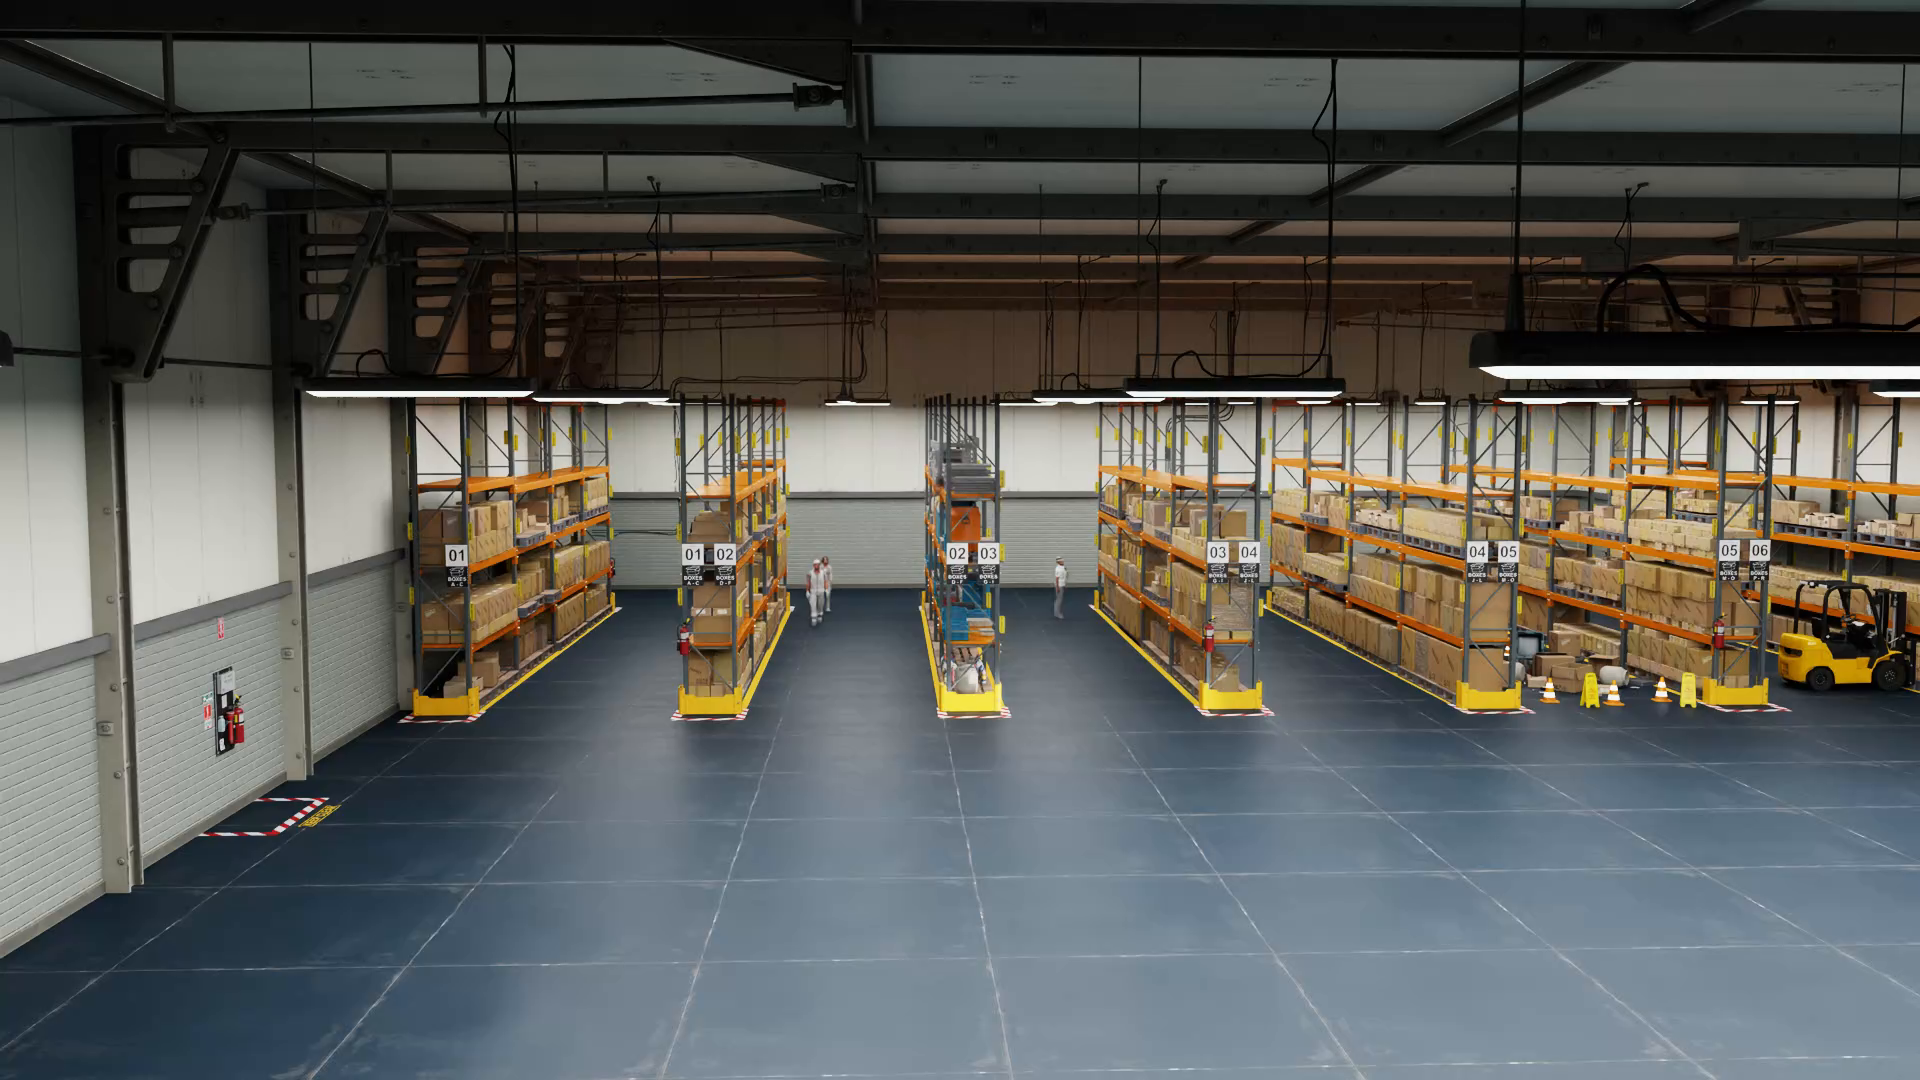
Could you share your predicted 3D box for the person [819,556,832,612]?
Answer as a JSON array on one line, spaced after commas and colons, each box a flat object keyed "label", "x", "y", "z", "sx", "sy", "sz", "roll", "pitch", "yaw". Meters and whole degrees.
[{"label": "person", "x": -3.815, "y": 1.229, "z": 47.007, "sx": 0.426, "sy": 1.545, "sz": 0.874, "roll": -1, "pitch": 5, "yaw": -8}]

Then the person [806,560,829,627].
[{"label": "person", "x": -3.750, "y": 1.380, "z": 43.644, "sx": 0.596, "sy": 1.730, "sz": 1.060, "roll": 0, "pitch": 5, "yaw": -5}]

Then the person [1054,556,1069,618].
[{"label": "person", "x": 2.765, "y": 1.295, "z": 45.573, "sx": 0.394, "sy": 1.708, "sz": 0.508, "roll": 2, "pitch": 5, "yaw": 19}]
